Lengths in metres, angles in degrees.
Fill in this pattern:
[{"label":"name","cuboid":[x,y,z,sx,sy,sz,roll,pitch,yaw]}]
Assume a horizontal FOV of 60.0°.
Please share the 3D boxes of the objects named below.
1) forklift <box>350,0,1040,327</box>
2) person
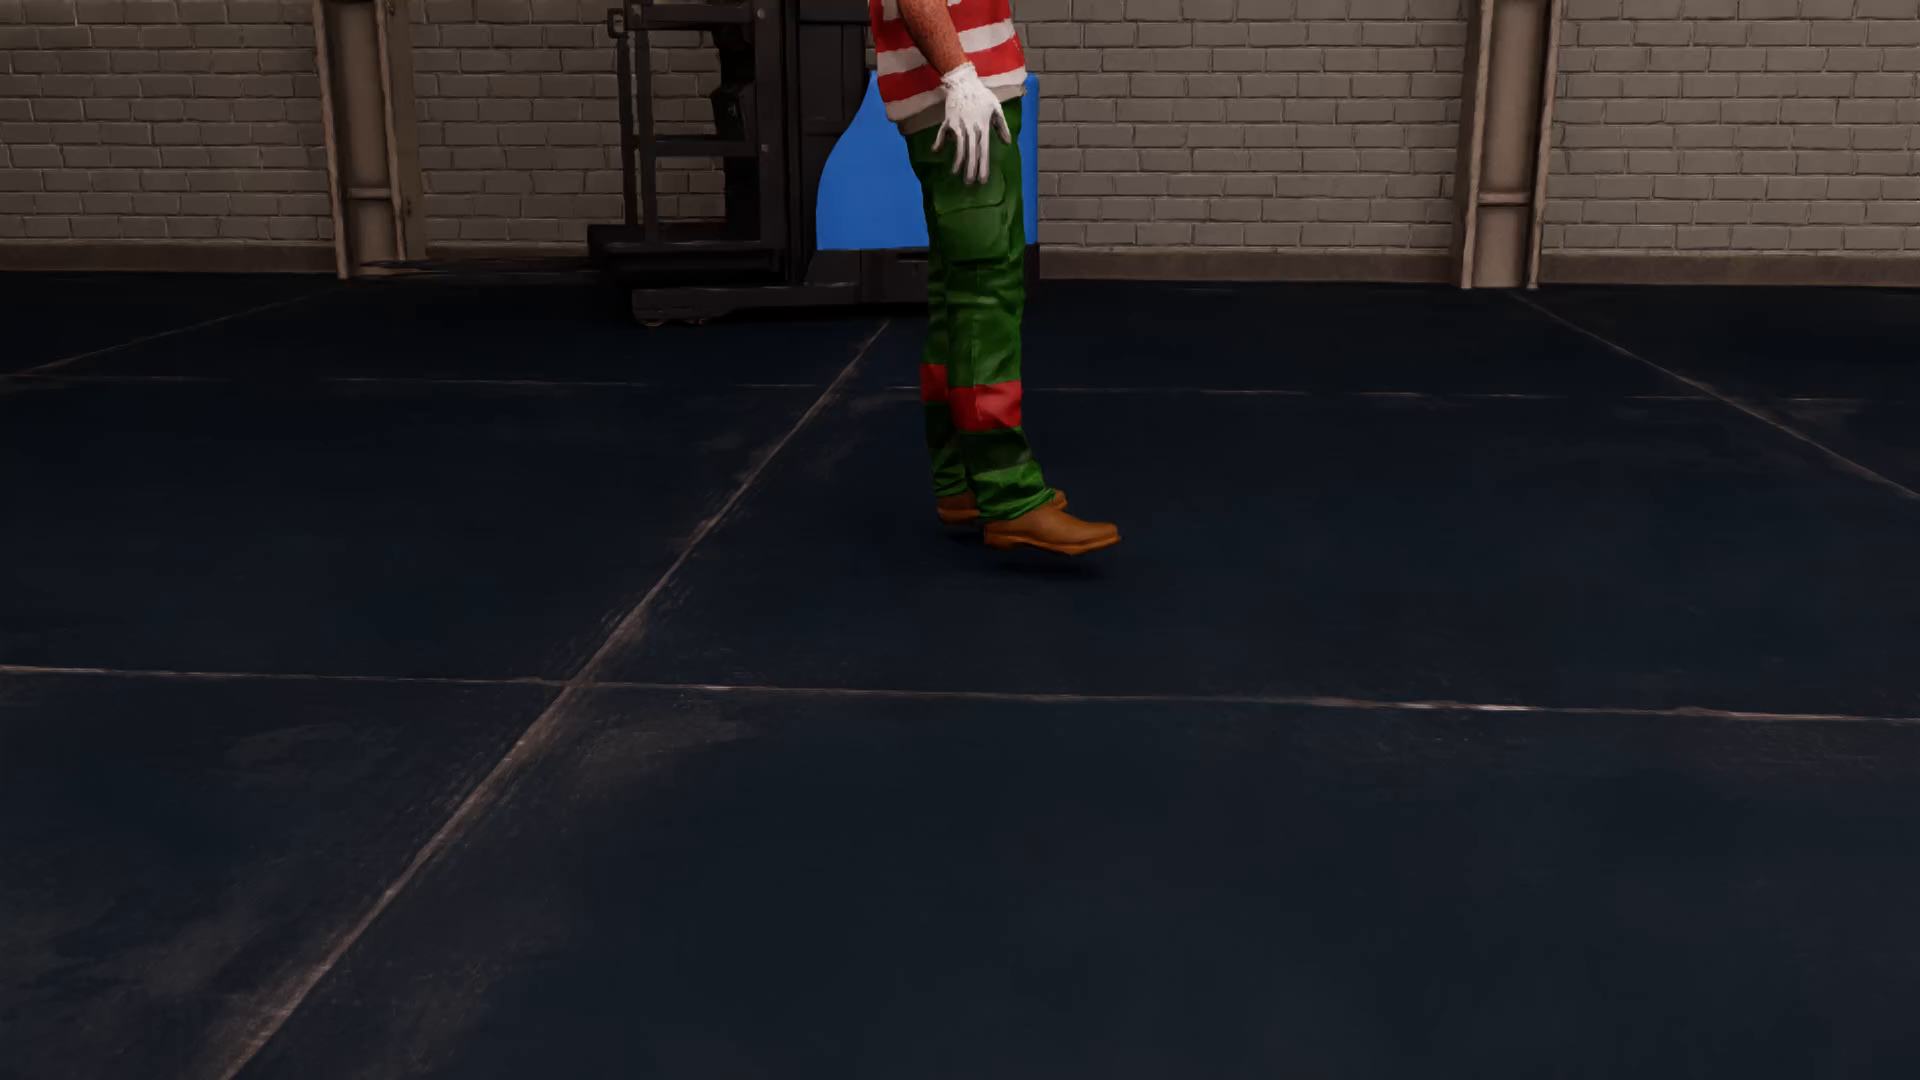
[{"label":"forklift","cuboid":[-1.206,-2.492,7.397,3.031,2.935,1.130,-4,16,-15]},{"label":"person","cuboid":[0.079,-0.904,3.550,0.563,1.787,0.637,1,15,4]}]
